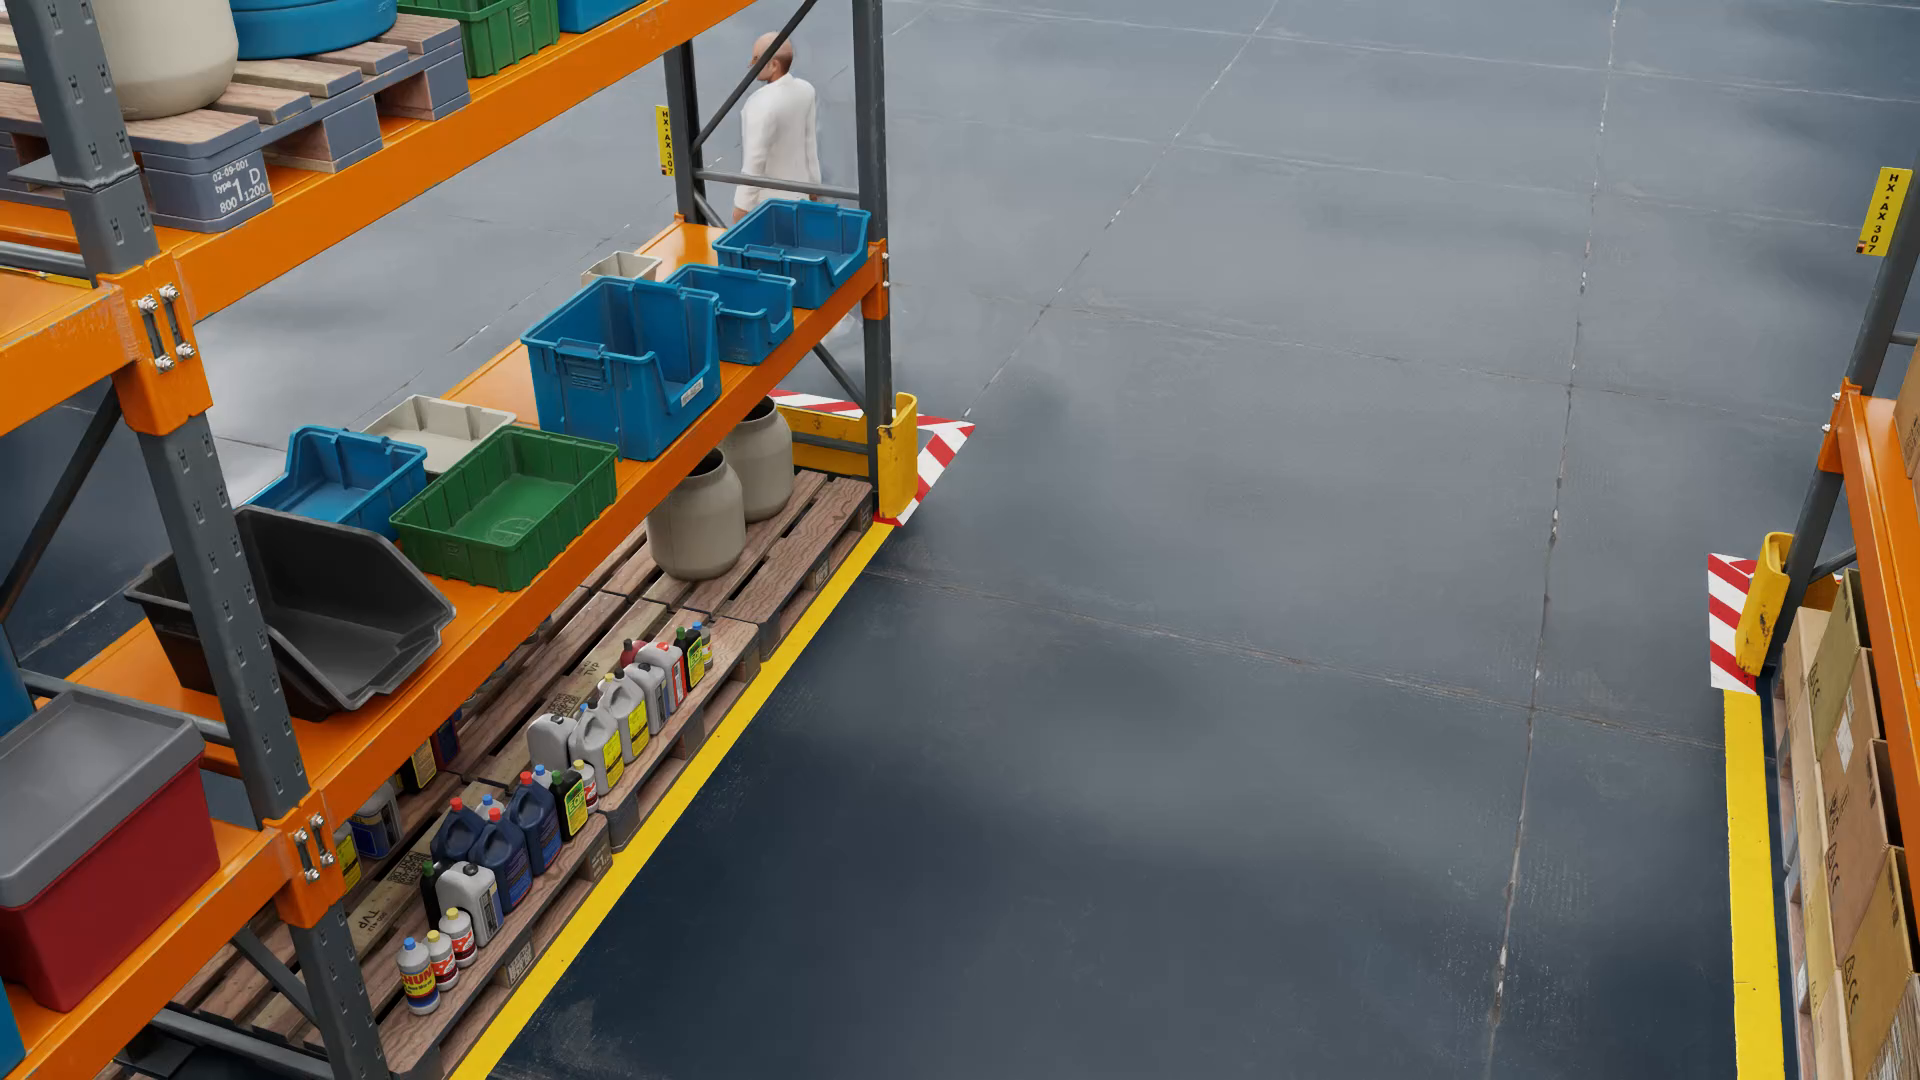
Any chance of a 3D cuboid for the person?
[{"bbox_3d":[-0.990,-1.866,9.015,0.873,1.754,0.625,16,36,24],"label":"person"}]
